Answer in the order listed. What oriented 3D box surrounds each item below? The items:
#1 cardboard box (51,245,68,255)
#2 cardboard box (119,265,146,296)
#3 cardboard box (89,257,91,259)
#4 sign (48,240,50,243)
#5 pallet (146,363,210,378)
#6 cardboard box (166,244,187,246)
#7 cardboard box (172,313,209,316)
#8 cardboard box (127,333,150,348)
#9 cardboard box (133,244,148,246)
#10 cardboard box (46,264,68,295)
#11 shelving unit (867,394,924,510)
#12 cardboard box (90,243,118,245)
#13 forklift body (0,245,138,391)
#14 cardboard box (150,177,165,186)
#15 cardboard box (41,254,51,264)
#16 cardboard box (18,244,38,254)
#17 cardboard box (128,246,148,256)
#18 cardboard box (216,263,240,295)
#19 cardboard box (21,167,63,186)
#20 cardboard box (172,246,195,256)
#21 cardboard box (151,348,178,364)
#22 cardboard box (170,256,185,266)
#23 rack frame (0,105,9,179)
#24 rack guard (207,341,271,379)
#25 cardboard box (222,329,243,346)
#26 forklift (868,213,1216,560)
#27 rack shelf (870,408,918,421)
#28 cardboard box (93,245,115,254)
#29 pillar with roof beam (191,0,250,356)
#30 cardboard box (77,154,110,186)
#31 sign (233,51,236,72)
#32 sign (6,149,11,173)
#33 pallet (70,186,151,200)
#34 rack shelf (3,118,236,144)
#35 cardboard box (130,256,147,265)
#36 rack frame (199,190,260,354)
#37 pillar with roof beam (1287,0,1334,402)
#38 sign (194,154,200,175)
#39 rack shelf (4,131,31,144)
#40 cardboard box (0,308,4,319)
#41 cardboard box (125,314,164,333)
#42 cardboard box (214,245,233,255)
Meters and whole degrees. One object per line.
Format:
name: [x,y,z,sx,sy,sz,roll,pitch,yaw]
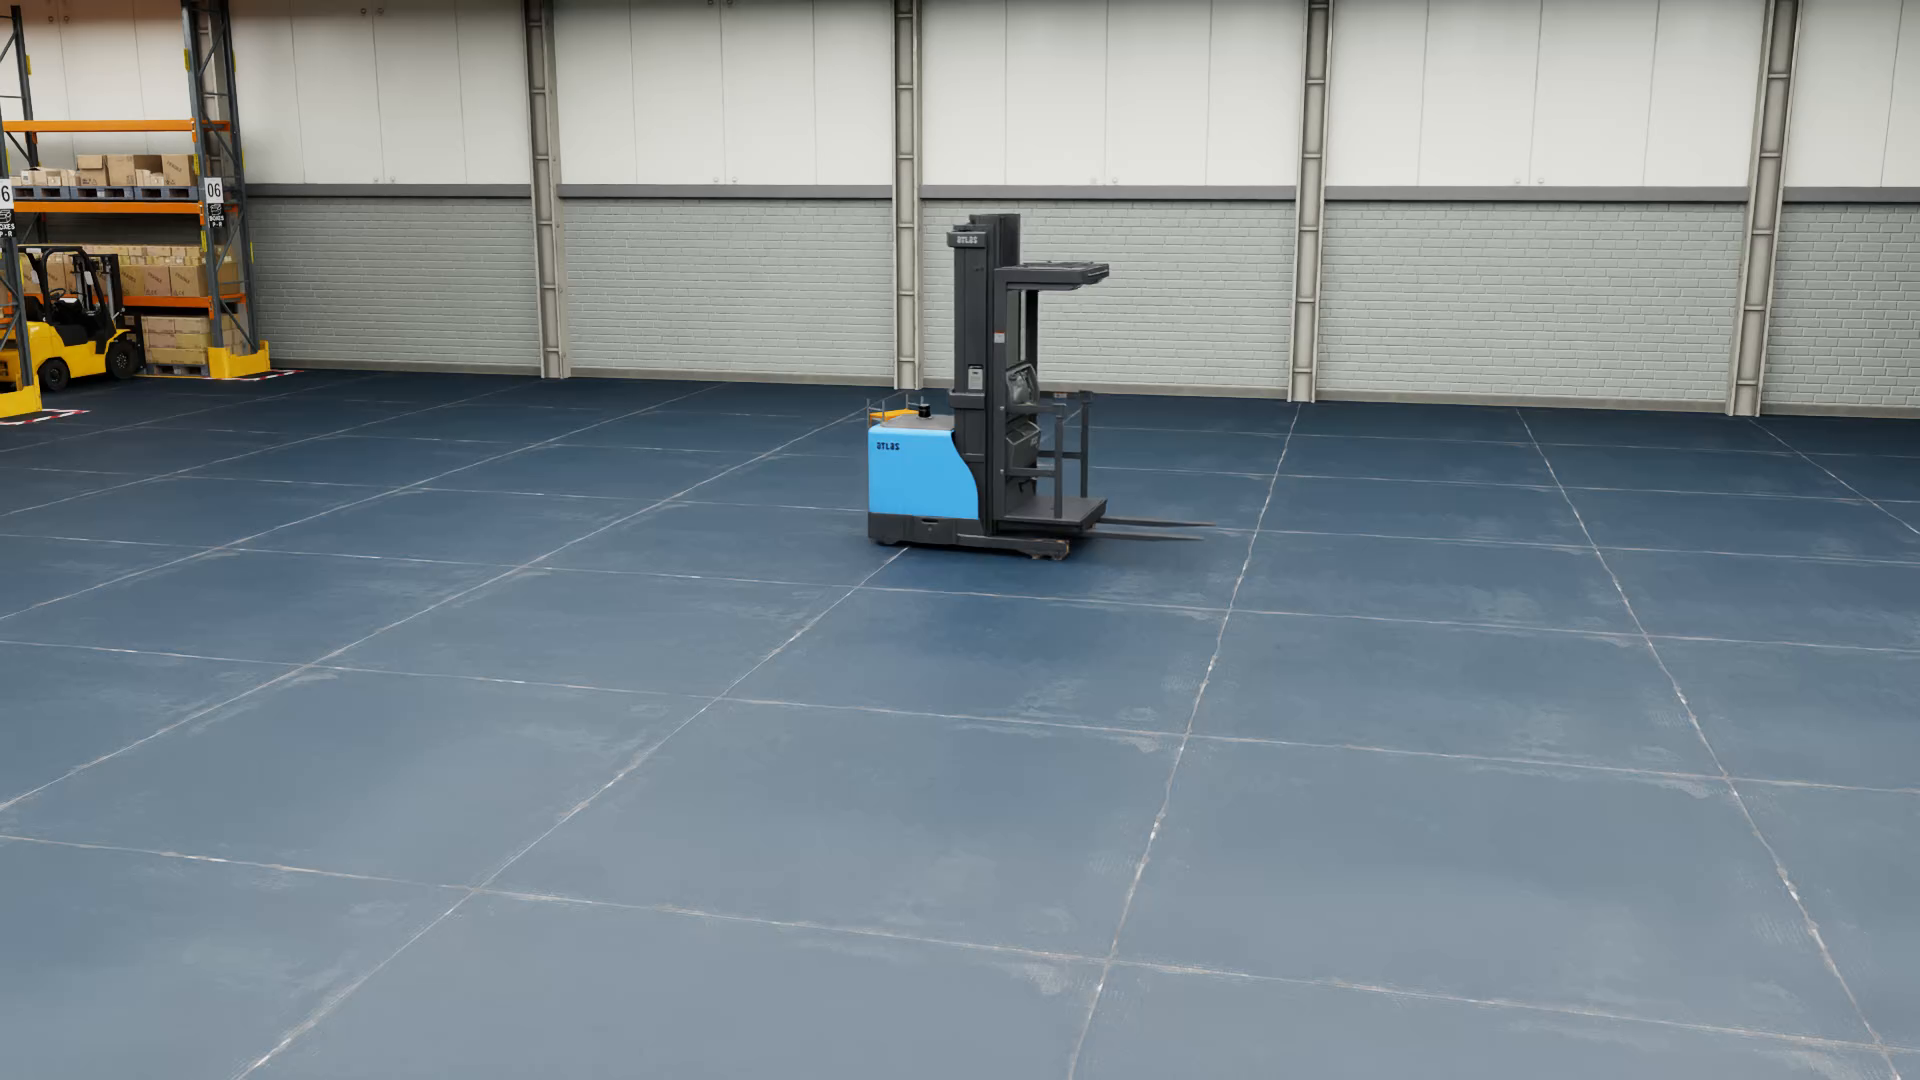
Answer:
cardboard box: [-14.882,-4.823,27.633,0.250,0.149,0.380,3,13,15]
cardboard box: [-13.527,-4.299,27.456,0.500,0.500,0.500,3,13,12]
cardboard box: [-14.389,-4.654,27.555,0.250,0.149,0.380,3,13,12]
sign: [-15.740,-5.010,28.710,0.005,0.325,0.100,3,13,14]
pallet: [-12.740,-2.894,27.792,1.213,0.211,1.003,3,13,14]
cardboard box: [-13.005,-4.845,27.732,0.250,0.149,0.380,3,13,14]
cardboard box: [-12.895,-3.665,27.900,0.500,0.250,0.500,3,13,14]
cardboard box: [-13.526,-3.342,27.595,0.500,0.250,0.500,3,13,12]
cardboard box: [-13.757,-4.884,27.907,0.250,0.149,0.380,3,13,14]
cardboard box: [-14.993,-4.380,27.818,0.500,0.500,0.500,3,13,15]
shelving unit: [-0.612,-0.762,15.897,0.503,1.200,0.258,-11,17,-42]
cardboard box: [-14.490,-4.940,28.159,0.250,0.149,0.380,3,13,13]
forklift body: [-14.266,-3.525,26.157,1.214,2.155,2.313,3,13,14]
cardboard box: [-12.865,-5.799,26.903,0.250,0.149,0.380,3,13,12]
cardboard box: [-15.113,-4.705,27.788,0.250,0.149,0.380,3,13,13]
cardboard box: [-15.633,-4.864,27.817,0.250,0.149,0.380,3,13,15]
cardboard box: [-13.397,-4.743,27.270,0.250,0.149,0.380,3,13,15]
cardboard box: [-12.402,-4.358,27.719,0.500,0.500,0.500,3,13,15]
cardboard box: [-15.122,-6.013,27.489,0.500,0.311,0.500,3,13,15]
cardboard box: [-12.633,-4.716,27.150,0.250,0.149,0.380,3,13,14]
cardboard box: [-13.000,-3.073,27.539,0.500,0.250,0.500,3,13,14]
cardboard box: [-12.646,-4.556,27.117,0.250,0.149,0.380,3,13,14]
rack frame: [-13.173,-6.110,21.995,0.127,3.000,1.000,3,13,14]
rack guard: [-11.964,-3.003,27.616,0.348,0.500,1.175,3,13,14]
cardboard box: [-12.394,-3.400,27.856,0.500,0.250,0.500,3,13,15]
forklift: [0.742,-1.387,14.716,3.031,2.935,1.130,4,13,17]
rack shelf: [-0.612,-1.145,15.812,0.480,0.148,0.258,-11,17,-42]
cardboard box: [-14.117,-4.805,27.550,0.250,0.149,0.380,3,13,14]
pillar with roof beam: [-13.479,-6.474,23.638,0.548,9.000,9.100,3,13,14]
cardboard box: [-14.005,-6.078,27.338,0.637,0.503,0.797,3,13,15]
sign: [-11.848,-7.803,27.107,0.005,0.325,0.100,3,13,14]
sign: [-13.043,-5.186,22.740,0.005,0.325,0.100,3,13,14]
pallet: [-13.856,-5.751,27.509,1.213,0.211,1.003,3,13,14]
rack shelf: [-13.929,-6.711,27.290,4.000,0.370,1.077,3,13,14]
cardboard box: [-13.392,-4.602,27.322,0.250,0.149,0.380,3,13,12]
rack frame: [-11.988,-4.225,27.351,0.127,3.000,1.000,3,13,14]
pillar with roof beam: [3.997,-5.540,19.427,0.400,9.000,9.100,3,13,14]
sign: [-12.131,-5.969,26.427,0.005,0.325,0.100,3,13,14]
rack shelf: [-17.813,-6.918,28.226,4.000,0.370,1.077,3,13,14]
cardboard box: [-13.453,-3.119,22.948,0.250,0.149,0.380,3,13,14]
cardboard box: [-13.499,-3.583,27.529,0.500,0.250,0.500,3,13,14]
cardboard box: [-12.262,-4.798,27.518,0.250,0.149,0.380,3,13,12]
